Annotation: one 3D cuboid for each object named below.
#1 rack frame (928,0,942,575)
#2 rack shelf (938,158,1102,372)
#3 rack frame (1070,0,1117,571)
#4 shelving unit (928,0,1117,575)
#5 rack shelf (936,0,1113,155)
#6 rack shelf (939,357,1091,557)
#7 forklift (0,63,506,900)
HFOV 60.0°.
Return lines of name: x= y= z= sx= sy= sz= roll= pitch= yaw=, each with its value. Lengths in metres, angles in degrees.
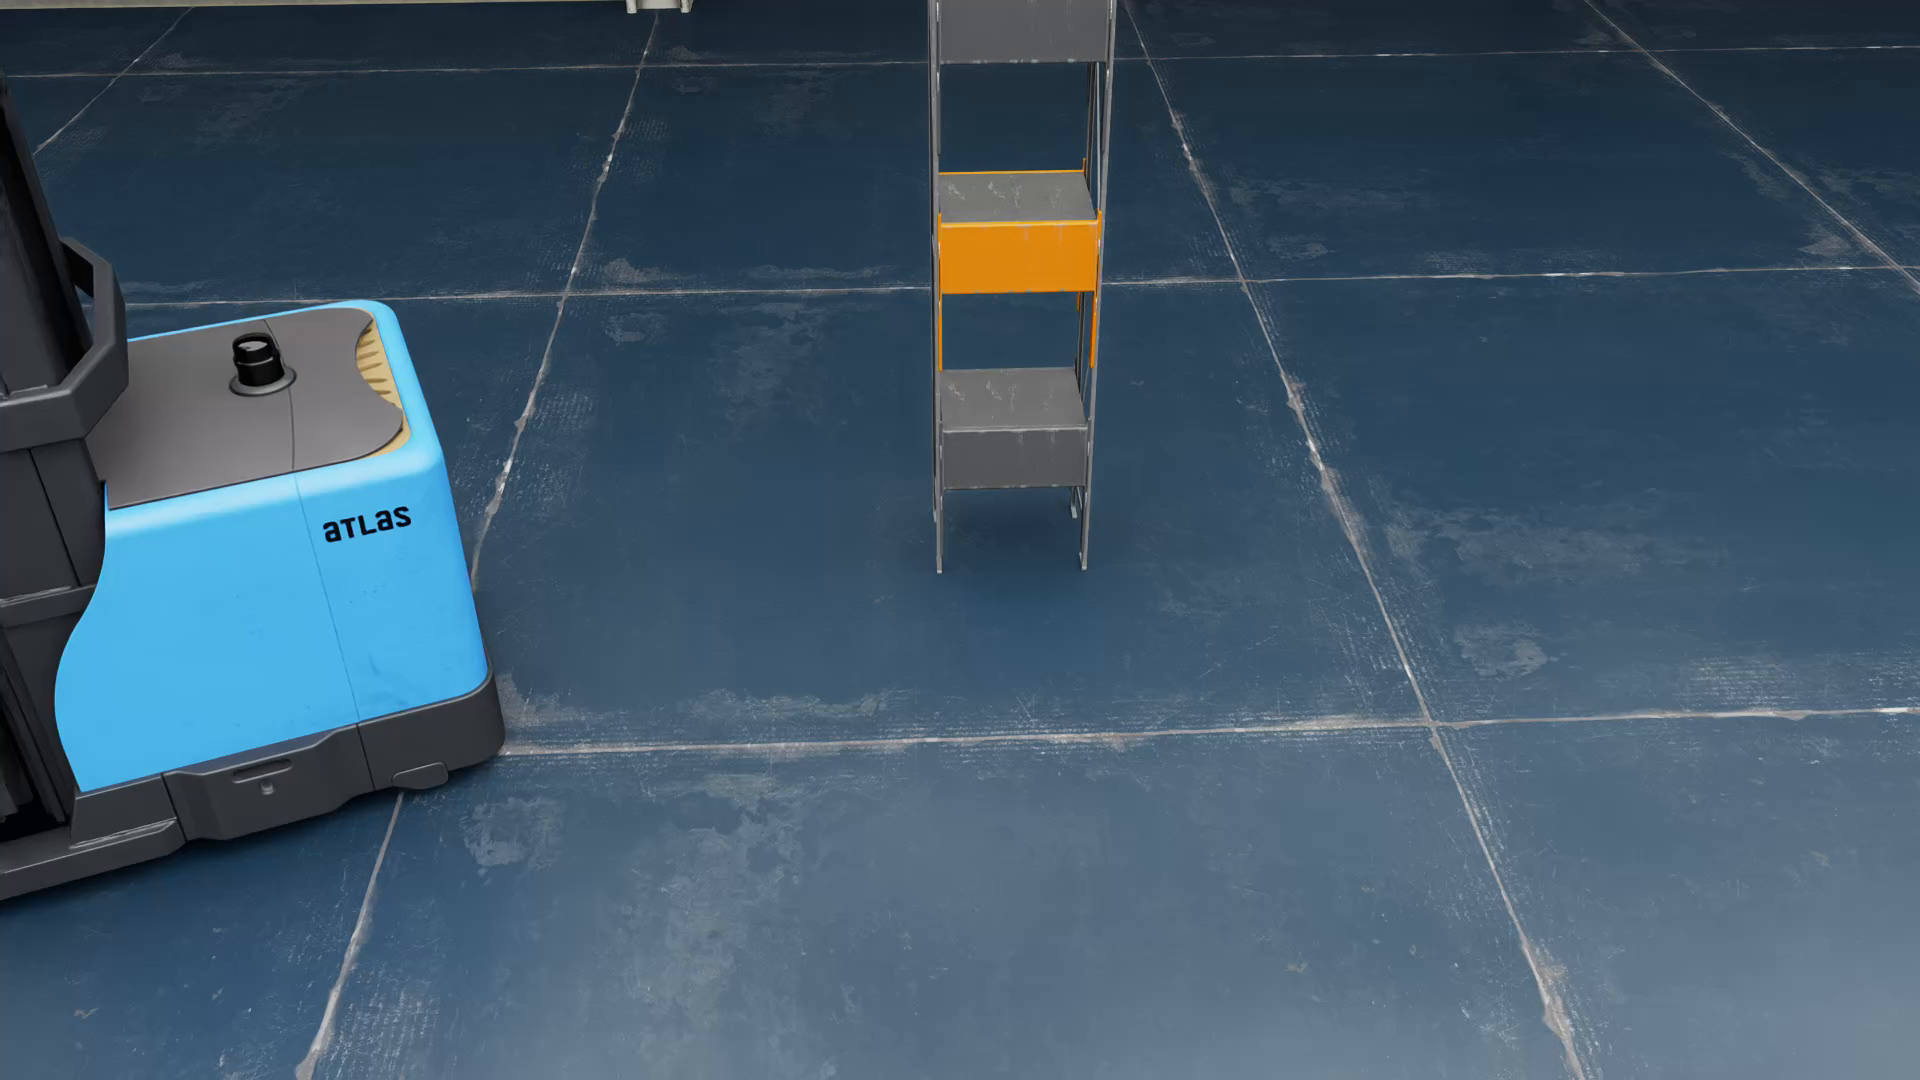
rack frame: x=-0.078 y=-0.861 z=5.149 sx=0.015 sy=2.100 sz=0.400 roll=-2 pitch=35 yaw=-2
rack shelf: x=0.165 y=-0.857 z=5.167 sx=0.480 sy=0.518 sz=0.431 roll=-2 pitch=35 yaw=-2
rack frame: x=0.409 y=-0.874 z=5.168 sx=0.015 sy=2.100 sz=0.400 roll=-2 pitch=35 yaw=-2
shelving unit: x=0.165 y=-0.868 z=5.159 sx=0.503 sy=2.100 sz=0.431 roll=-2 pitch=35 yaw=-2
rack shelf: x=0.165 y=-1.432 z=4.768 sx=0.480 sy=0.518 sz=0.431 roll=-2 pitch=35 yaw=-2
rack shelf: x=0.165 y=-0.281 z=5.565 sx=0.480 sy=0.518 sz=0.431 roll=-2 pitch=35 yaw=-2
forklift: x=-2.874 y=-0.464 z=3.845 sx=3.031 sy=2.935 sz=1.130 roll=-14 pitch=37 yaw=-19
